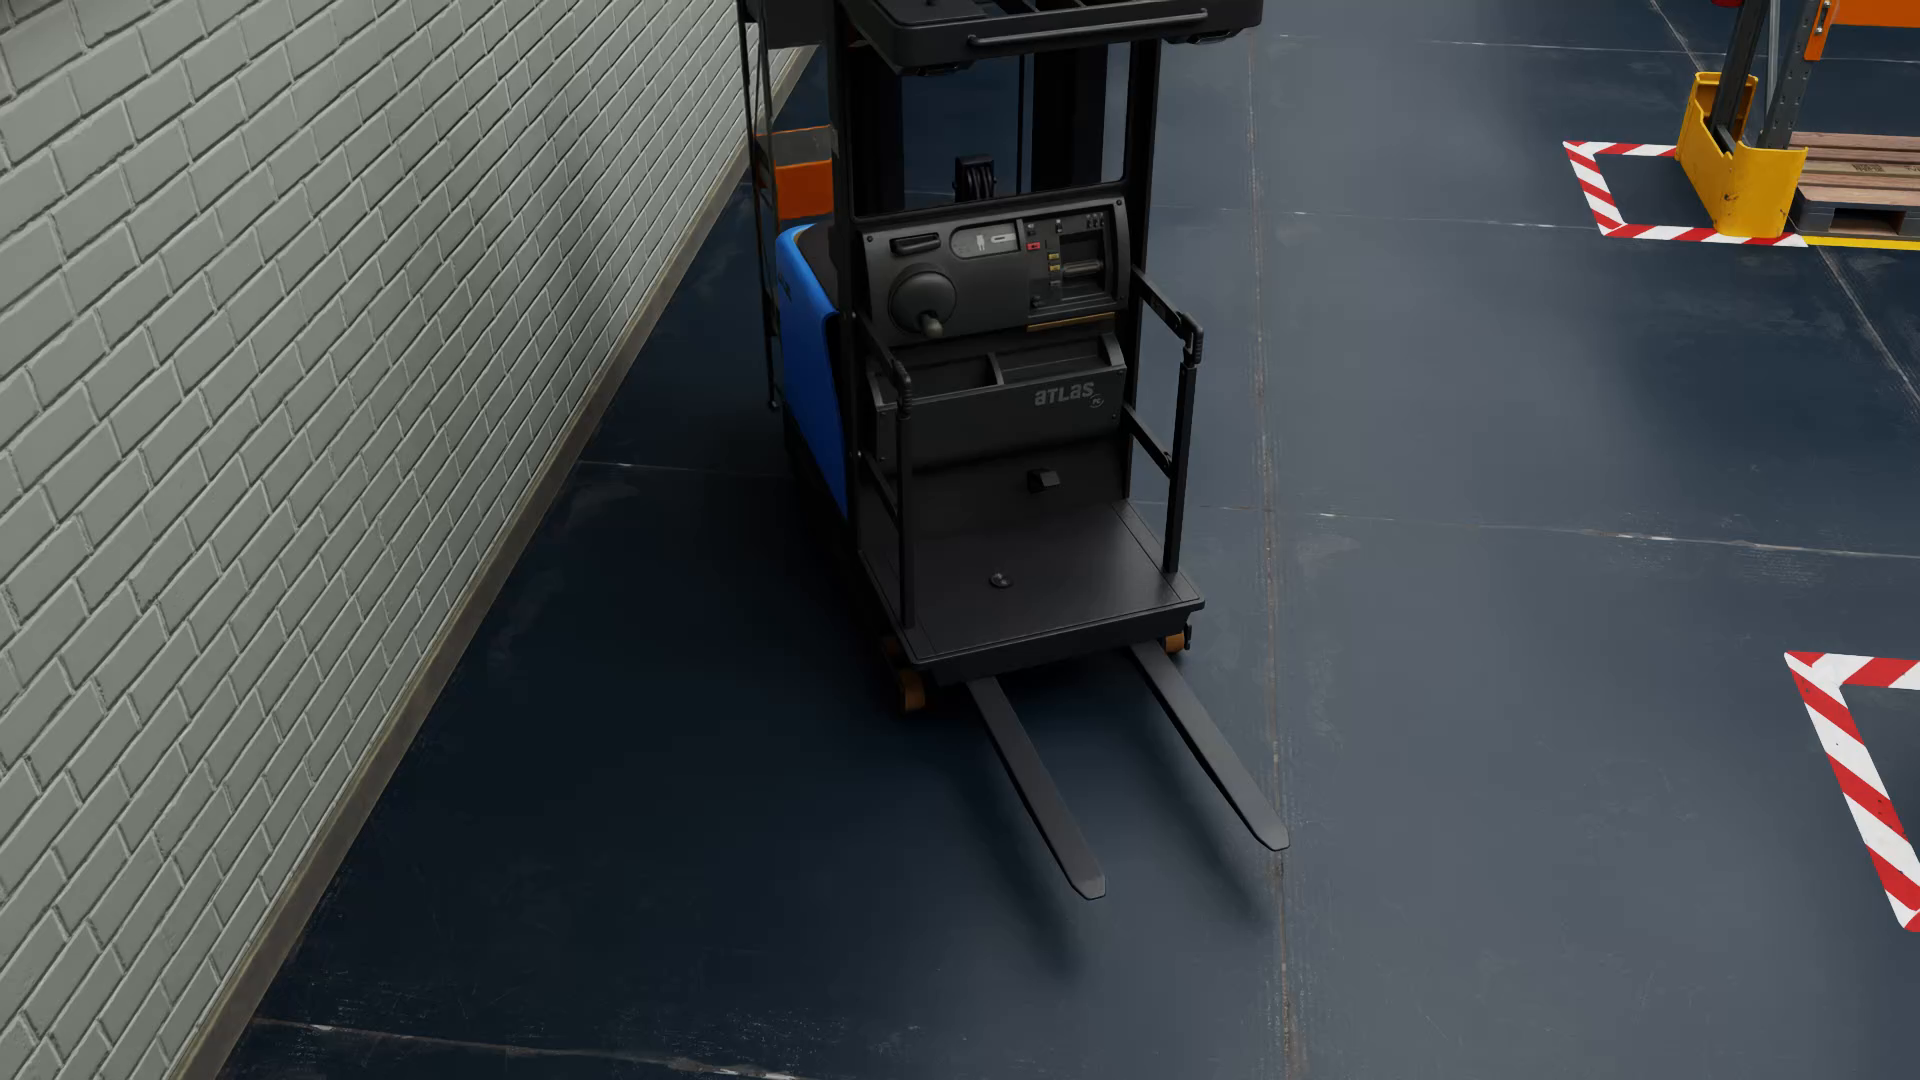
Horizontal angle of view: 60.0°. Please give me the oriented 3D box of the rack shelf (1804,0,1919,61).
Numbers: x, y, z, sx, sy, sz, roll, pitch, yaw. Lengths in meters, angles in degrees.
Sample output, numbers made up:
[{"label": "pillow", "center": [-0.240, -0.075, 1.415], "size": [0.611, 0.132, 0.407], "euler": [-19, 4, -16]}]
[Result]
[{"label": "rack shelf", "center": [6.395, -2.770, 8.668], "size": [4.000, 0.370, 1.077], "euler": [4, 36, 6]}]

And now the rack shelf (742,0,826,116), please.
[{"label": "rack shelf", "center": [-0.587, -2.027, 6.591], "size": [0.480, 0.518, 0.431], "euler": [-12, 36, -16]}]

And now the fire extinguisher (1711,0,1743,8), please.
[{"label": "fire extinguisher", "center": [4.319, -3.300, 9.179], "size": [0.183, 0.674, 0.296], "euler": [4, 36, 6]}]

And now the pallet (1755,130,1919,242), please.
[{"label": "pallet", "center": [5.224, -1.992, 9.359], "size": [1.213, 0.211, 1.003], "euler": [4, 36, 6]}]

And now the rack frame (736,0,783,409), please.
[{"label": "rack frame", "center": [-0.811, -1.410, 6.907], "size": [0.015, 2.100, 0.400], "euler": [-12, 36, -16]}]

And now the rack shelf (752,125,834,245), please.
[{"label": "rack shelf", "center": [-0.581, -1.447, 6.982], "size": [0.480, 0.518, 0.431], "euler": [-12, 36, -16]}]

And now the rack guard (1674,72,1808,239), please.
[{"label": "rack guard", "center": [4.385, -2.187, 9.384], "size": [0.348, 0.500, 1.175], "euler": [4, 36, 6]}]

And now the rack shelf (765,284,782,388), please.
[{"label": "rack shelf", "center": [-0.574, -0.866, 7.373], "size": [0.480, 0.518, 0.431], "euler": [-12, 36, -16]}]

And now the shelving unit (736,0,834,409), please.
[{"label": "shelving unit", "center": [-0.581, -1.458, 6.974], "size": [0.503, 2.100, 0.431], "euler": [-12, 36, -16]}]

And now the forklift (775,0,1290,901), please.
[{"label": "forklift", "center": [0.202, -0.849, 5.417], "size": [1.130, 2.935, 3.031], "euler": [-11, 37, -15]}]

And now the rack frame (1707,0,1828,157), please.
[{"label": "rack frame", "center": [4.411, -3.210, 8.666], "size": [0.127, 3.000, 1.000], "euler": [4, 36, 6]}]
